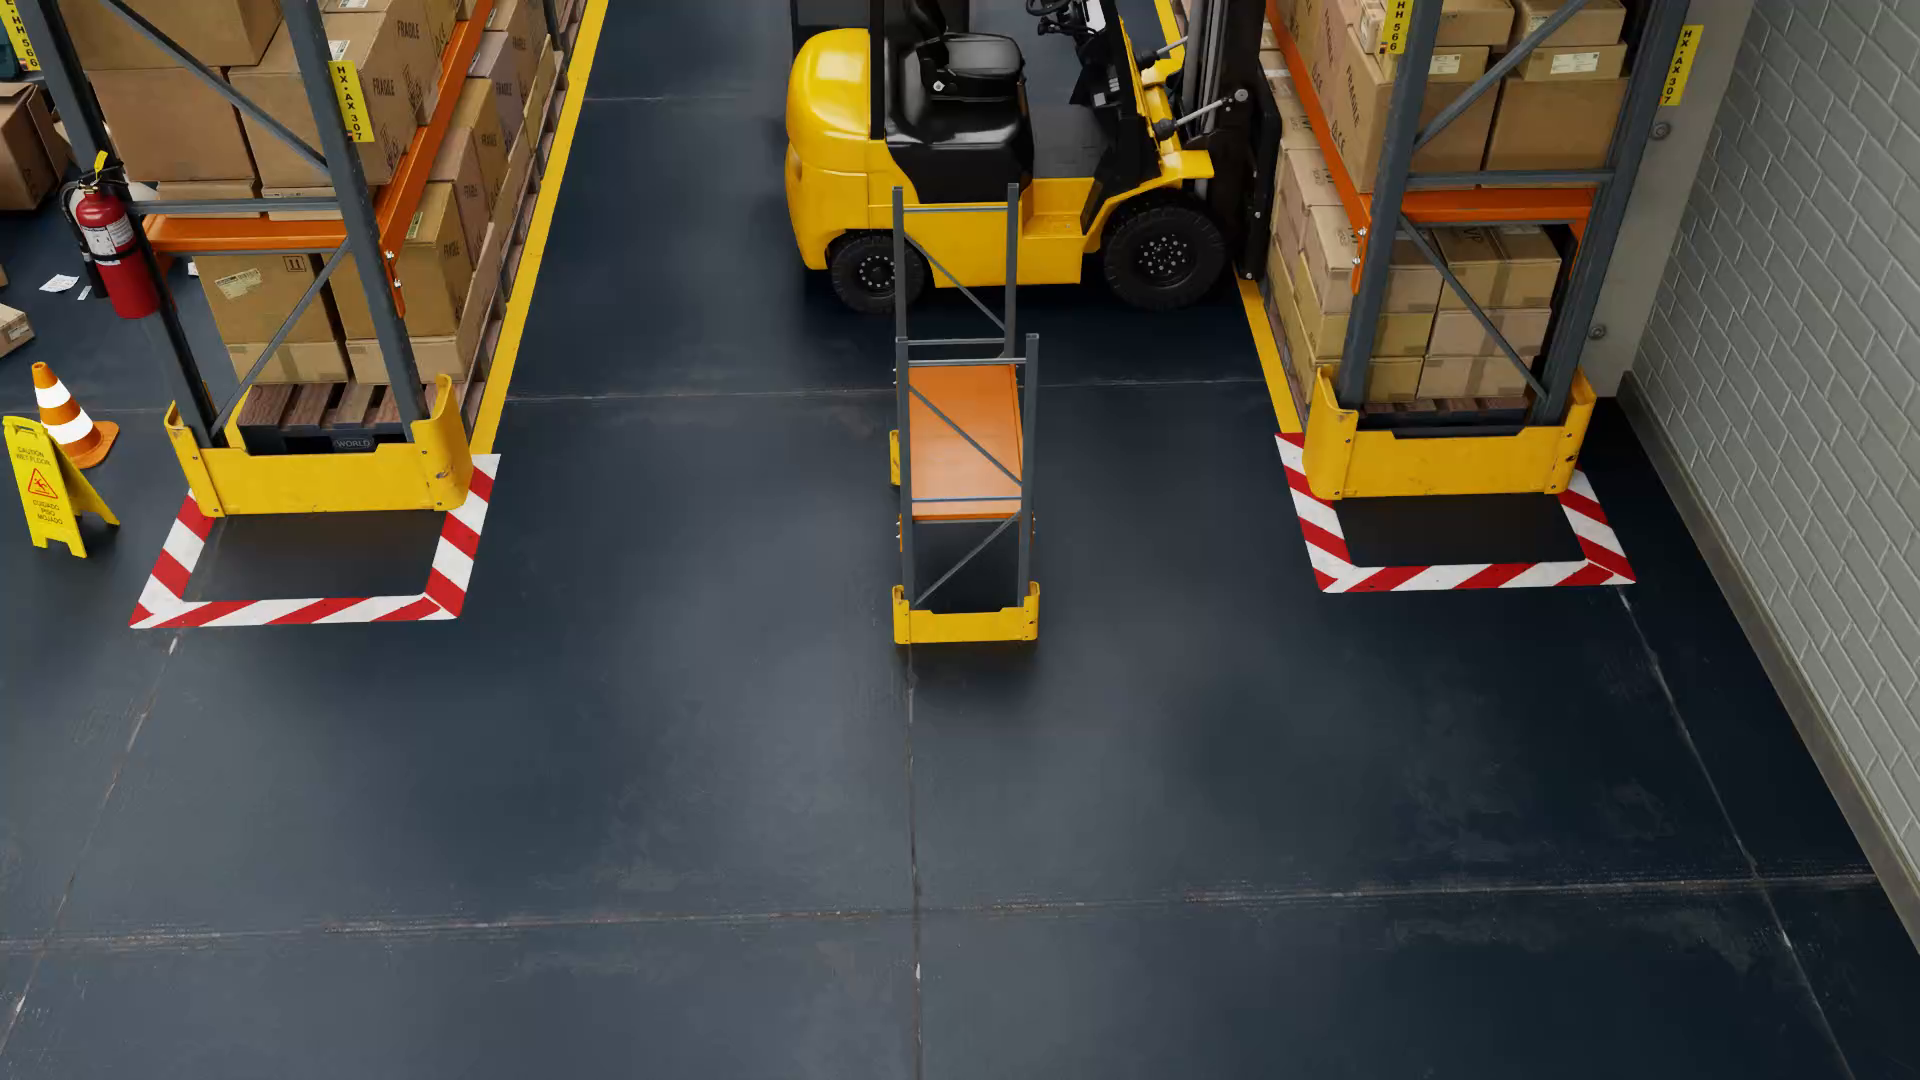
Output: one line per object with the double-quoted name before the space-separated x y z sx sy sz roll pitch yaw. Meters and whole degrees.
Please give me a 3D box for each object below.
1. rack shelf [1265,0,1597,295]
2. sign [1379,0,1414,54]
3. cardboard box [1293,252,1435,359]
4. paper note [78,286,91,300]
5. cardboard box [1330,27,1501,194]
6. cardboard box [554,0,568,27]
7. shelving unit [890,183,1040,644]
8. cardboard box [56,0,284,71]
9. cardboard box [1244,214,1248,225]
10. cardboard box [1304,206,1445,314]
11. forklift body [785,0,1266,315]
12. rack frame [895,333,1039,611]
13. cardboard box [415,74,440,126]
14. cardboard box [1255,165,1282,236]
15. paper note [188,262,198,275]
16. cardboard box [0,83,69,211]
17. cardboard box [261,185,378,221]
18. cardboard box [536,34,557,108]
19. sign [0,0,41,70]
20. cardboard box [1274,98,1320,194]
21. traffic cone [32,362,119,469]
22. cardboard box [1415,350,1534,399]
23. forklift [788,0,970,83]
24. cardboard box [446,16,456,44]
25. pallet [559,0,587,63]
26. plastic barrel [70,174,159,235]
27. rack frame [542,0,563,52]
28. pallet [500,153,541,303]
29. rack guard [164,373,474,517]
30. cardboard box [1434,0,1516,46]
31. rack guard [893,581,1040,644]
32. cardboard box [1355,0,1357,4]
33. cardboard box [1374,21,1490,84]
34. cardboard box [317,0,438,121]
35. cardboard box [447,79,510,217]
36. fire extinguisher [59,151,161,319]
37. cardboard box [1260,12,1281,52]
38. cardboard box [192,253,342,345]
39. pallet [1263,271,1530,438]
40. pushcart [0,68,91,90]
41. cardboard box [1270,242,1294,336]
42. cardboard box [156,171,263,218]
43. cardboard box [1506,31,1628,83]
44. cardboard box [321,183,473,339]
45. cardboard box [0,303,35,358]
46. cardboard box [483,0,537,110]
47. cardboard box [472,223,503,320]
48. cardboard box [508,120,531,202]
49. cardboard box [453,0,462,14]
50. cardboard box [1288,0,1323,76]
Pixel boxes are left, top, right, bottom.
"rack shelf" 2.075 -2.518 8.309 1.077 0.370 4.000 -2 43 -2
"sign" 1.617 -1.941 6.115 0.100 0.325 0.005 -2 43 -2
"cardboard box" 1.827 -1.078 7.560 0.500 0.250 0.500 -2 43 -2
"paper note" -4.550 -1.285 8.645 0.032 0.001 0.123 -2 43 -2
"cardboard box" 1.877 -1.794 6.914 0.500 0.500 0.500 -3 43 -3
"cardboard box" -2.994 -3.528 10.513 0.950 0.372 0.625 -1 43 -1
"shelving unit" 0.003 -0.501 6.687 0.587 1.500 1.083 -2 43 -2
"cardboard box" -3.039 -2.141 6.332 0.700 0.500 0.500 -3 43 -3
"cardboard box" 1.756 -1.906 8.834 0.500 0.250 0.500 0 43 0
"cardboard box" 1.829 -1.244 7.372 0.500 0.250 0.500 0 43 0
"forklift body" 0.257 -2.348 8.219 2.313 2.155 1.214 -2 43 -2
"rack frame" 0.025 -0.152 6.306 0.500 1.500 0.032 -2 43 -2
"cardboard box" -2.527 -1.955 7.348 0.380 0.149 0.250 -1 43 -1
"cardboard box" 1.774 -1.765 8.309 0.500 0.250 0.500 -3 43 -3
"paper note" -4.014 -1.451 8.810 0.142 0.019 0.148 -16 45 -16
"cardboard box" -5.451 -2.162 9.136 0.797 0.637 0.503 -2 43 -2
"cardboard box" -2.607 -1.430 6.777 0.380 0.149 0.250 -1 43 -2
"cardboard box" -2.675 -2.738 9.741 0.500 0.250 0.500 0 43 0
"sign" -3.354 -1.829 5.934 0.100 0.325 0.005 -2 43 -2
"cardboard box" 1.770 -1.929 8.119 0.500 0.250 0.500 -1 43 -1
"traffic cone" -4.106 -0.606 7.569 0.336 0.463 0.334 -2 43 -2
"cardboard box" 2.335 -0.911 7.748 0.500 0.250 0.500 -1 43 -2
"forklift" -0.476 -3.827 9.256 1.130 2.935 3.031 -2 43 -2
"cardboard box" -2.624 -2.484 7.926 0.380 0.149 0.250 -3 43 -3
"pallet" -3.003 -3.486 10.897 1.003 0.211 1.213 -2 43 -2
"plastic barrel" -4.399 -1.689 8.779 0.512 0.421 0.421 27 49 27
"rack frame" -2.969 -3.988 9.381 1.000 3.000 0.127 -2 43 -2
"pallet" -2.850 -1.682 8.929 1.003 0.211 1.213 -2 43 -2
"rack guard" -2.802 -0.418 7.336 1.175 0.500 0.348 -2 43 -2
"cardboard box" 1.934 -2.054 6.497 0.380 0.149 0.250 -2 43 -2
"rack guard" 0.024 0.296 6.743 0.587 0.250 0.087 -2 43 -2
"cardboard box" 1.875 -2.283 6.967 0.380 0.149 0.250 -1 43 -1
"cardboard box" 1.865 -1.935 6.587 0.380 0.149 0.250 -1 43 -1
"cardboard box" -2.567 -2.112 7.040 0.500 0.500 0.500 0 43 0
"cardboard box" -2.598 -1.966 8.344 0.500 0.500 0.500 -1 43 -1
"fire extinguisher" -3.255 -1.169 6.362 0.296 0.674 0.183 -2 43 -2
"cardboard box" 1.741 -2.626 8.879 0.500 0.250 0.500 0 43 0
"cardboard box" -3.094 -1.239 7.551 0.500 0.500 0.500 -1 43 -2
"pallet" 2.086 -0.920 8.097 1.003 0.211 1.213 -2 43 -2
"pushcart" -5.245 -2.922 10.159 1.648 0.377 0.936 -16 45 -16
"cardboard box" 1.813 -1.218 8.083 0.500 0.250 0.500 -2 43 -2
"cardboard box" -3.029 -1.441 6.789 0.380 0.149 0.250 0 43 0
"cardboard box" 2.405 -1.945 6.598 0.380 0.149 0.250 -3 43 -3
"cardboard box" -2.559 -1.274 7.589 0.500 0.500 0.500 -3 43 -3
"cardboard box" -4.873 -1.063 8.300 0.380 0.149 0.250 19 46 20
"cardboard box" -2.652 -2.671 9.113 0.500 0.500 0.500 -1 43 -1
"cardboard box" -2.571 -1.326 8.201 0.500 0.250 0.500 0 43 0
"cardboard box" -2.626 -2.035 8.975 0.500 0.250 0.500 -1 43 -1
"cardboard box" -2.620 -2.799 7.789 0.500 0.500 0.500 -2 43 -3
"cardboard box" 1.842 -2.491 7.673 0.500 0.500 0.500 -2 43 -3
